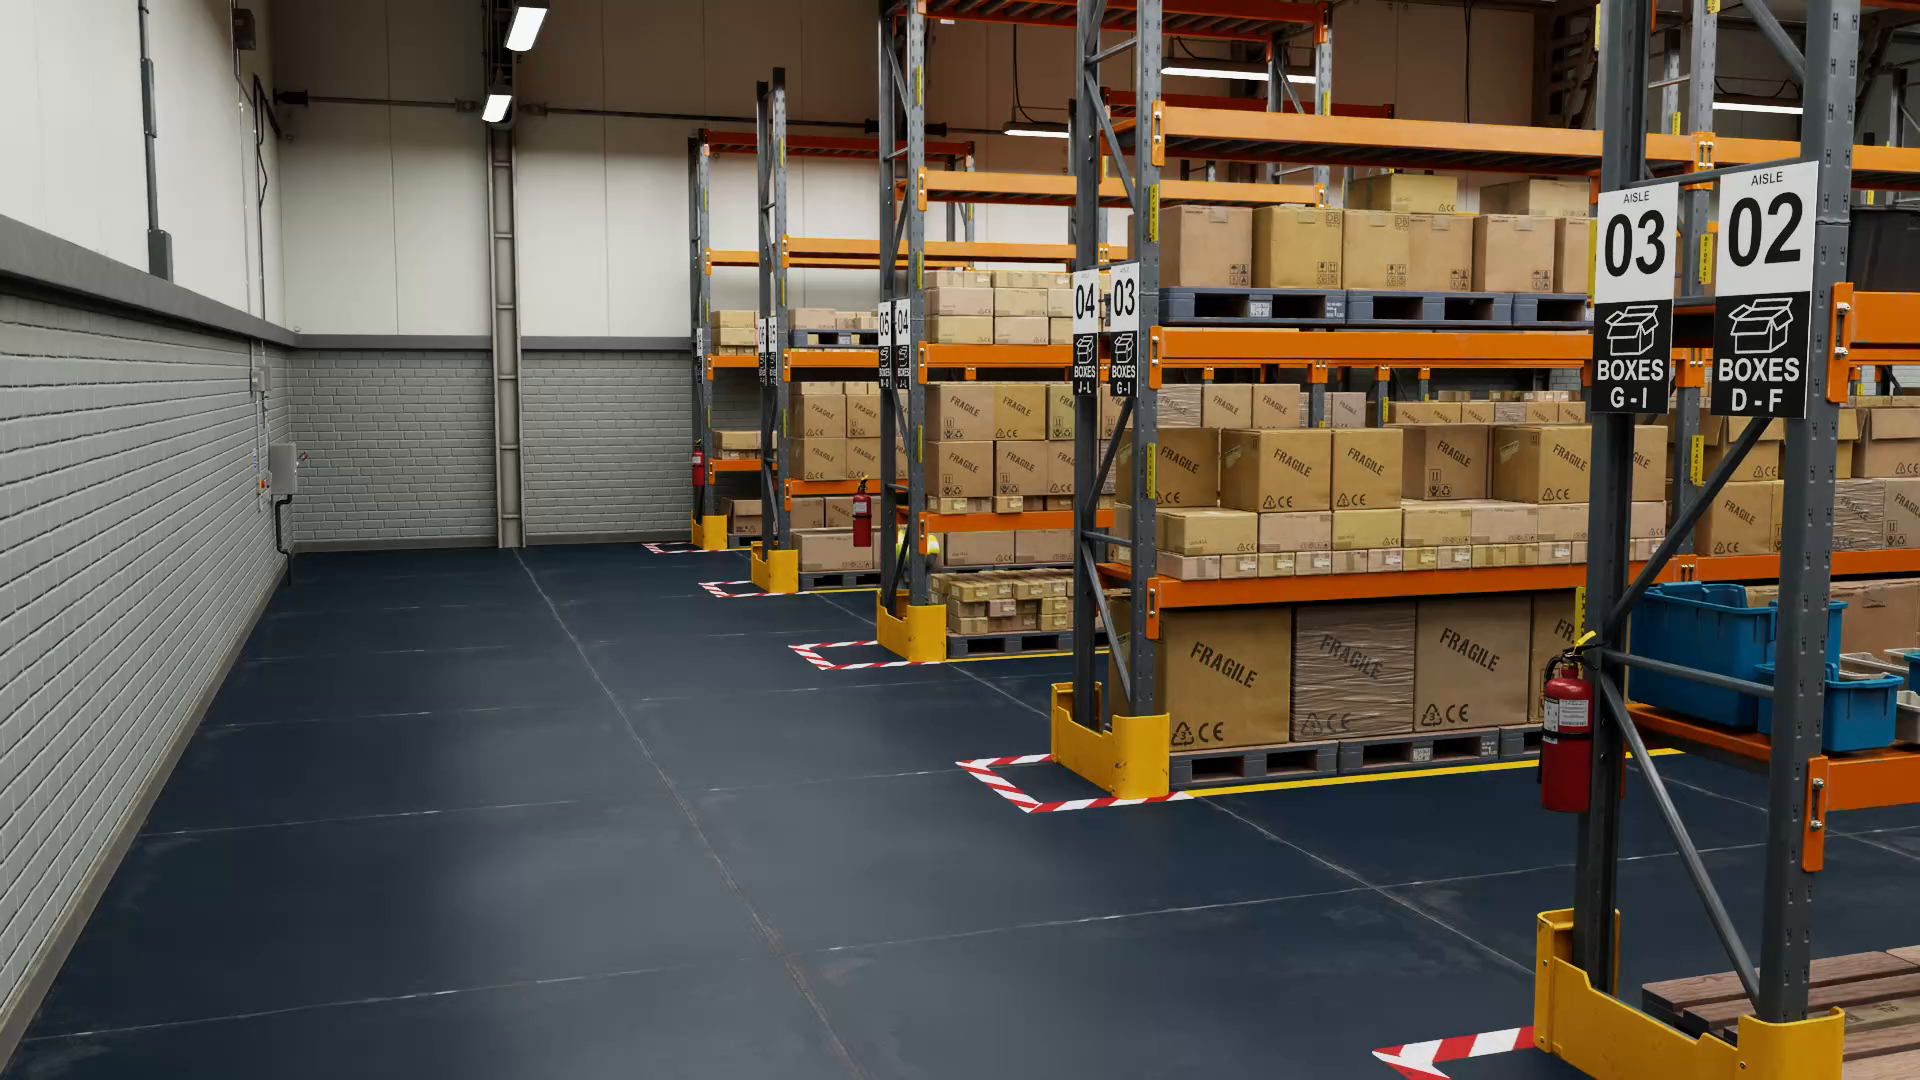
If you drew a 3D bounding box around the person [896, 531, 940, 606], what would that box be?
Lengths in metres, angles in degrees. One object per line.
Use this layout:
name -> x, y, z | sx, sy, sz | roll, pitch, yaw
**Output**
person -> -0.561, 0.317, 18.198 | 0.509, 0.874, 0.980 | -2, 6, -21
